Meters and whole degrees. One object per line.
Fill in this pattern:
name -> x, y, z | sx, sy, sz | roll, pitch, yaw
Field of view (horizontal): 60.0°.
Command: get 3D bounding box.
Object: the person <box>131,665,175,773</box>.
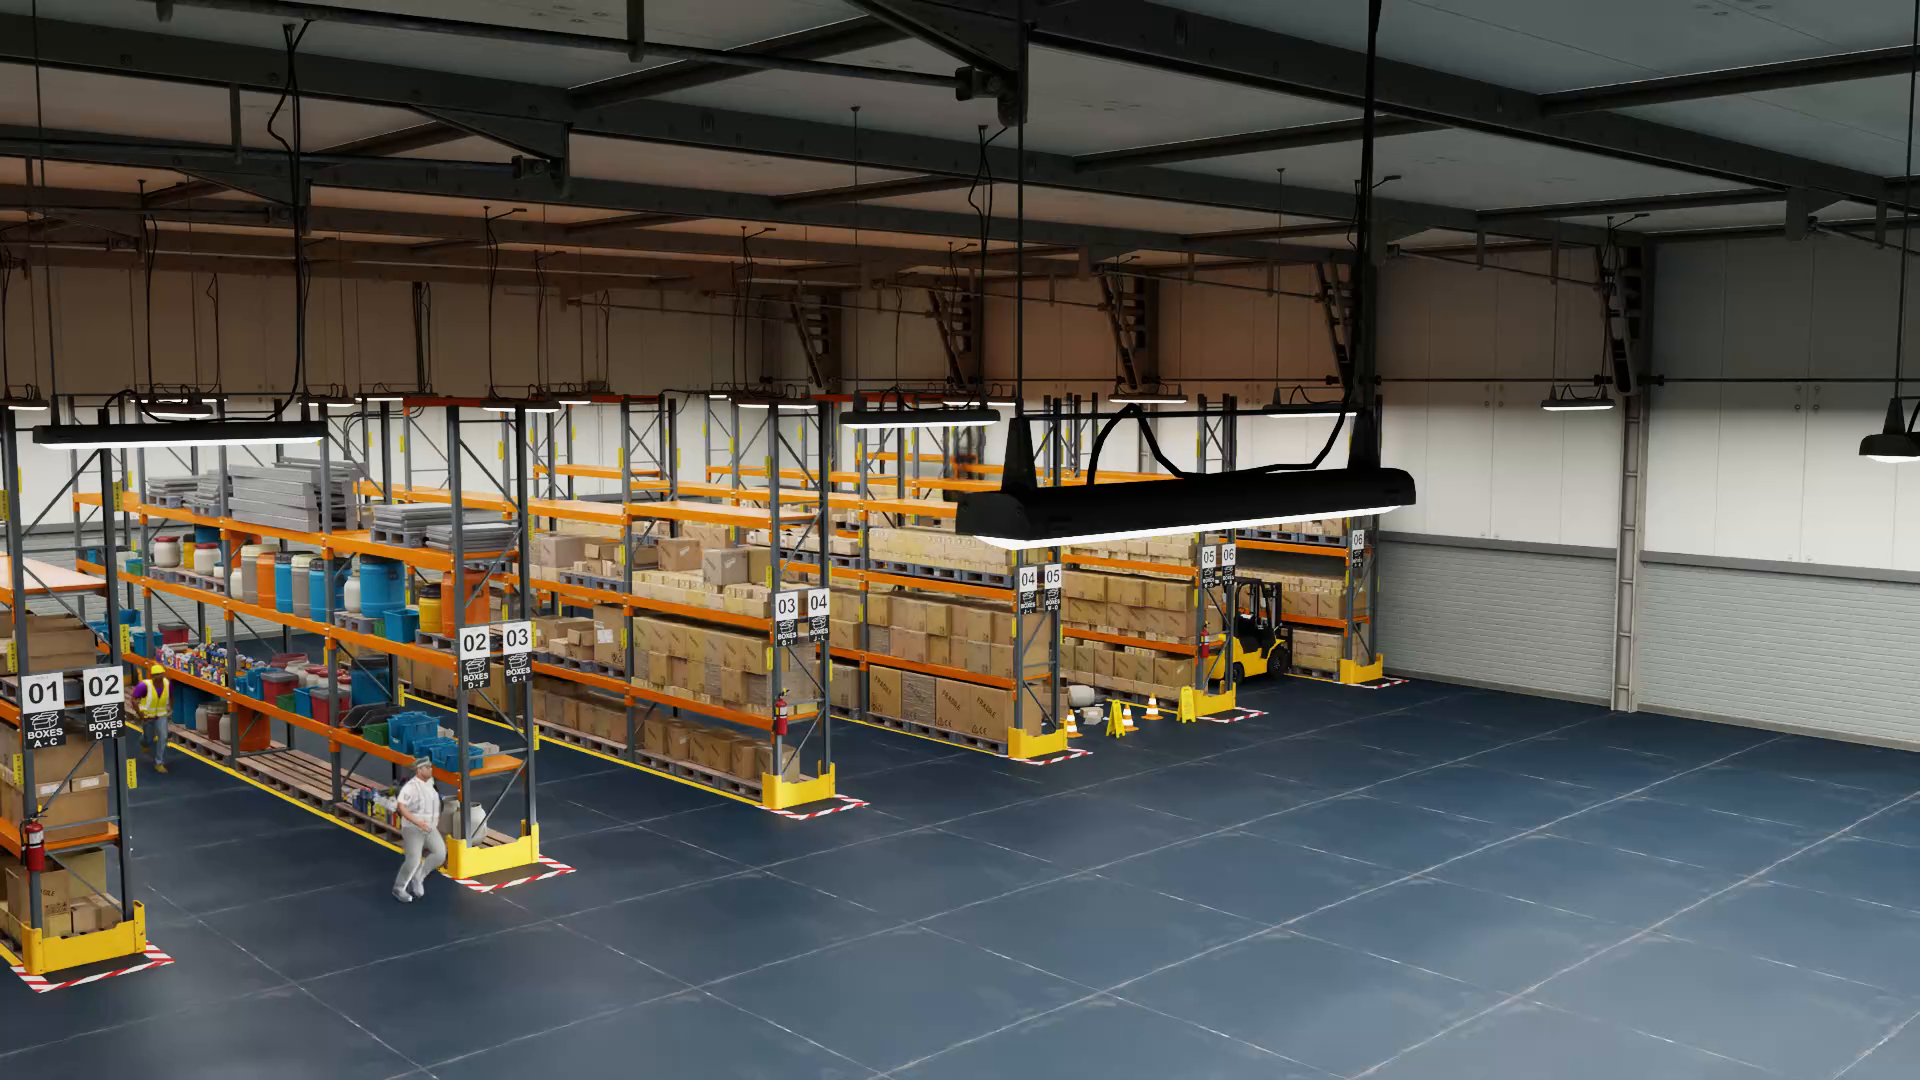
person -> -13.133, 2.877, 27.081 | 0.704, 1.749, 0.951 | -5, 8, -43

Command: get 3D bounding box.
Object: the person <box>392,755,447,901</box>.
person -> -6.577, 3.504, 20.378 | 0.595, 1.728, 0.722 | 3, 6, 24
